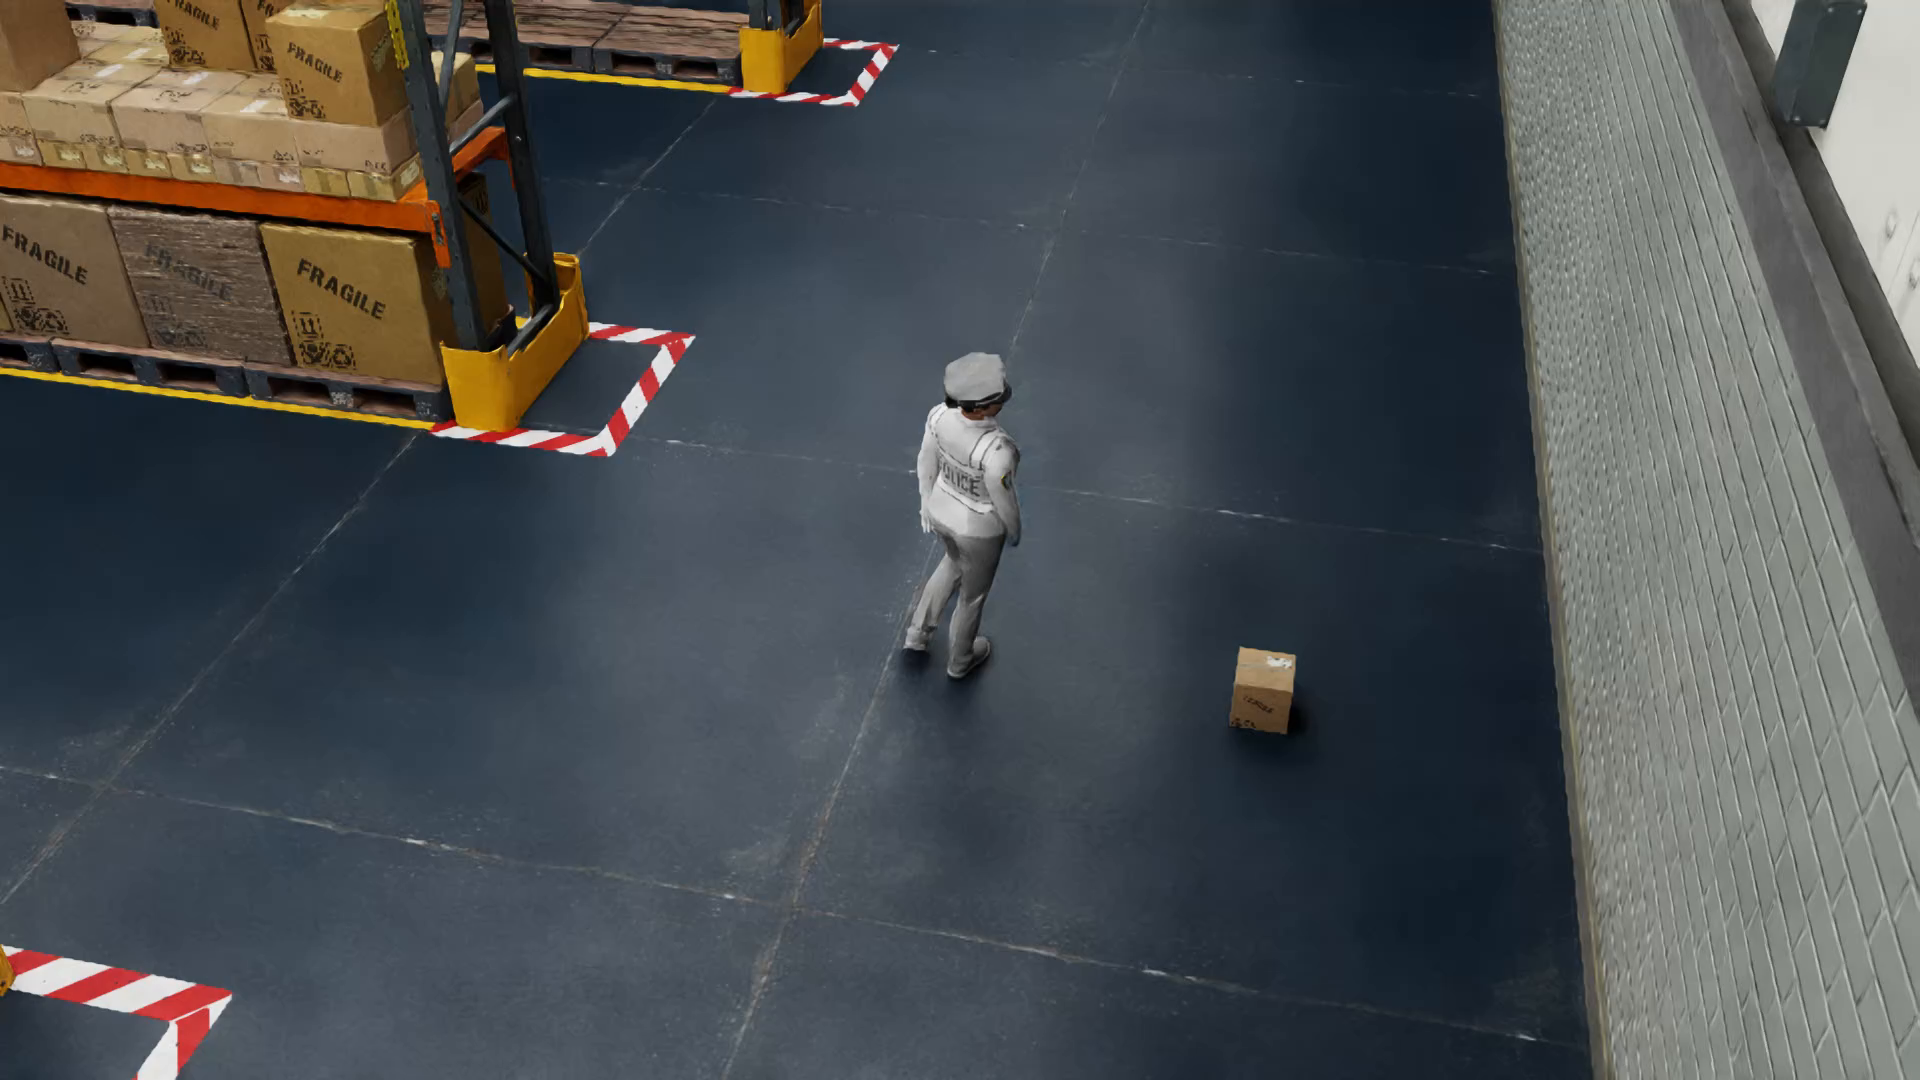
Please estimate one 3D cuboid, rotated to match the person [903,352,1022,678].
[{"bbox_3d":[0.013,-0.078,7.055,0.417,1.675,0.568,-30,46,-34],"label":"person"}]
